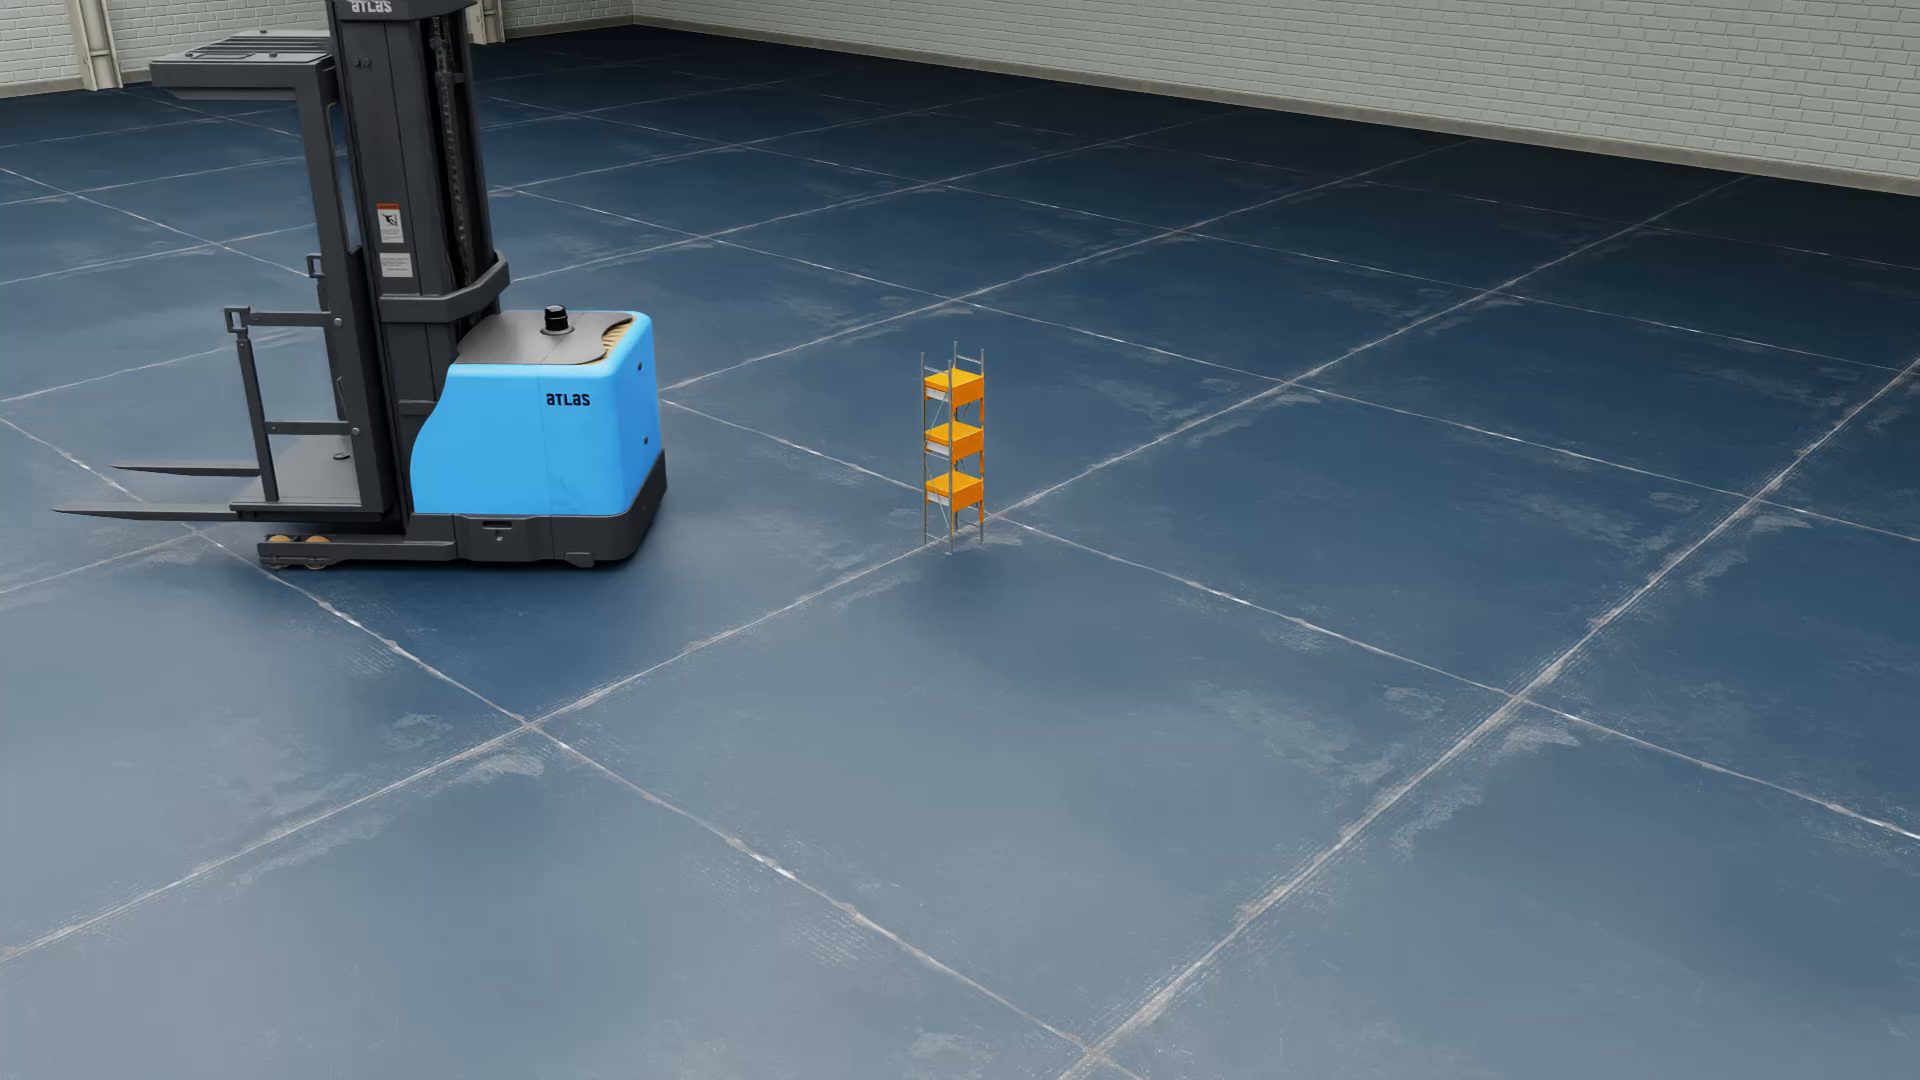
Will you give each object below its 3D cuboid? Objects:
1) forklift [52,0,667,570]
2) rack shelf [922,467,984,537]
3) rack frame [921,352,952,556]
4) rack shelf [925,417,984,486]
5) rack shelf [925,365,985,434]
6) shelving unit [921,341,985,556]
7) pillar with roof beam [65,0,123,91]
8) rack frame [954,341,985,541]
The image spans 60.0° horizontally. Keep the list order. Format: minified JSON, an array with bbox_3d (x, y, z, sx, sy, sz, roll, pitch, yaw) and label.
[{"bbox_3d":[-3.151,-1.404,8.298,3.031,2.935,1.130,1,24,2],"label":"forklift"},{"bbox_3d":[-0.036,-0.199,8.617,0.215,0.259,0.240,20,31,38],"label":"rack shelf"},{"bbox_3d":[-0.117,-0.426,8.416,0.200,1.050,0.008,20,31,38],"label":"rack frame"},{"bbox_3d":[-0.036,-0.453,8.503,0.215,0.259,0.240,20,31,38],"label":"rack shelf"},{"bbox_3d":[-0.036,-0.712,8.387,0.215,0.259,0.240,20,31,38],"label":"rack shelf"},{"bbox_3d":[-0.036,-0.463,8.499,0.215,1.050,0.252,20,31,38],"label":"shelving unit"},{"bbox_3d":[-8.250,-8.981,17.781,9.100,9.000,0.400,20,31,38],"label":"pillar with roof beam"},{"bbox_3d":[0.046,-0.500,8.582,0.200,1.050,0.008,20,31,38],"label":"rack frame"}]
